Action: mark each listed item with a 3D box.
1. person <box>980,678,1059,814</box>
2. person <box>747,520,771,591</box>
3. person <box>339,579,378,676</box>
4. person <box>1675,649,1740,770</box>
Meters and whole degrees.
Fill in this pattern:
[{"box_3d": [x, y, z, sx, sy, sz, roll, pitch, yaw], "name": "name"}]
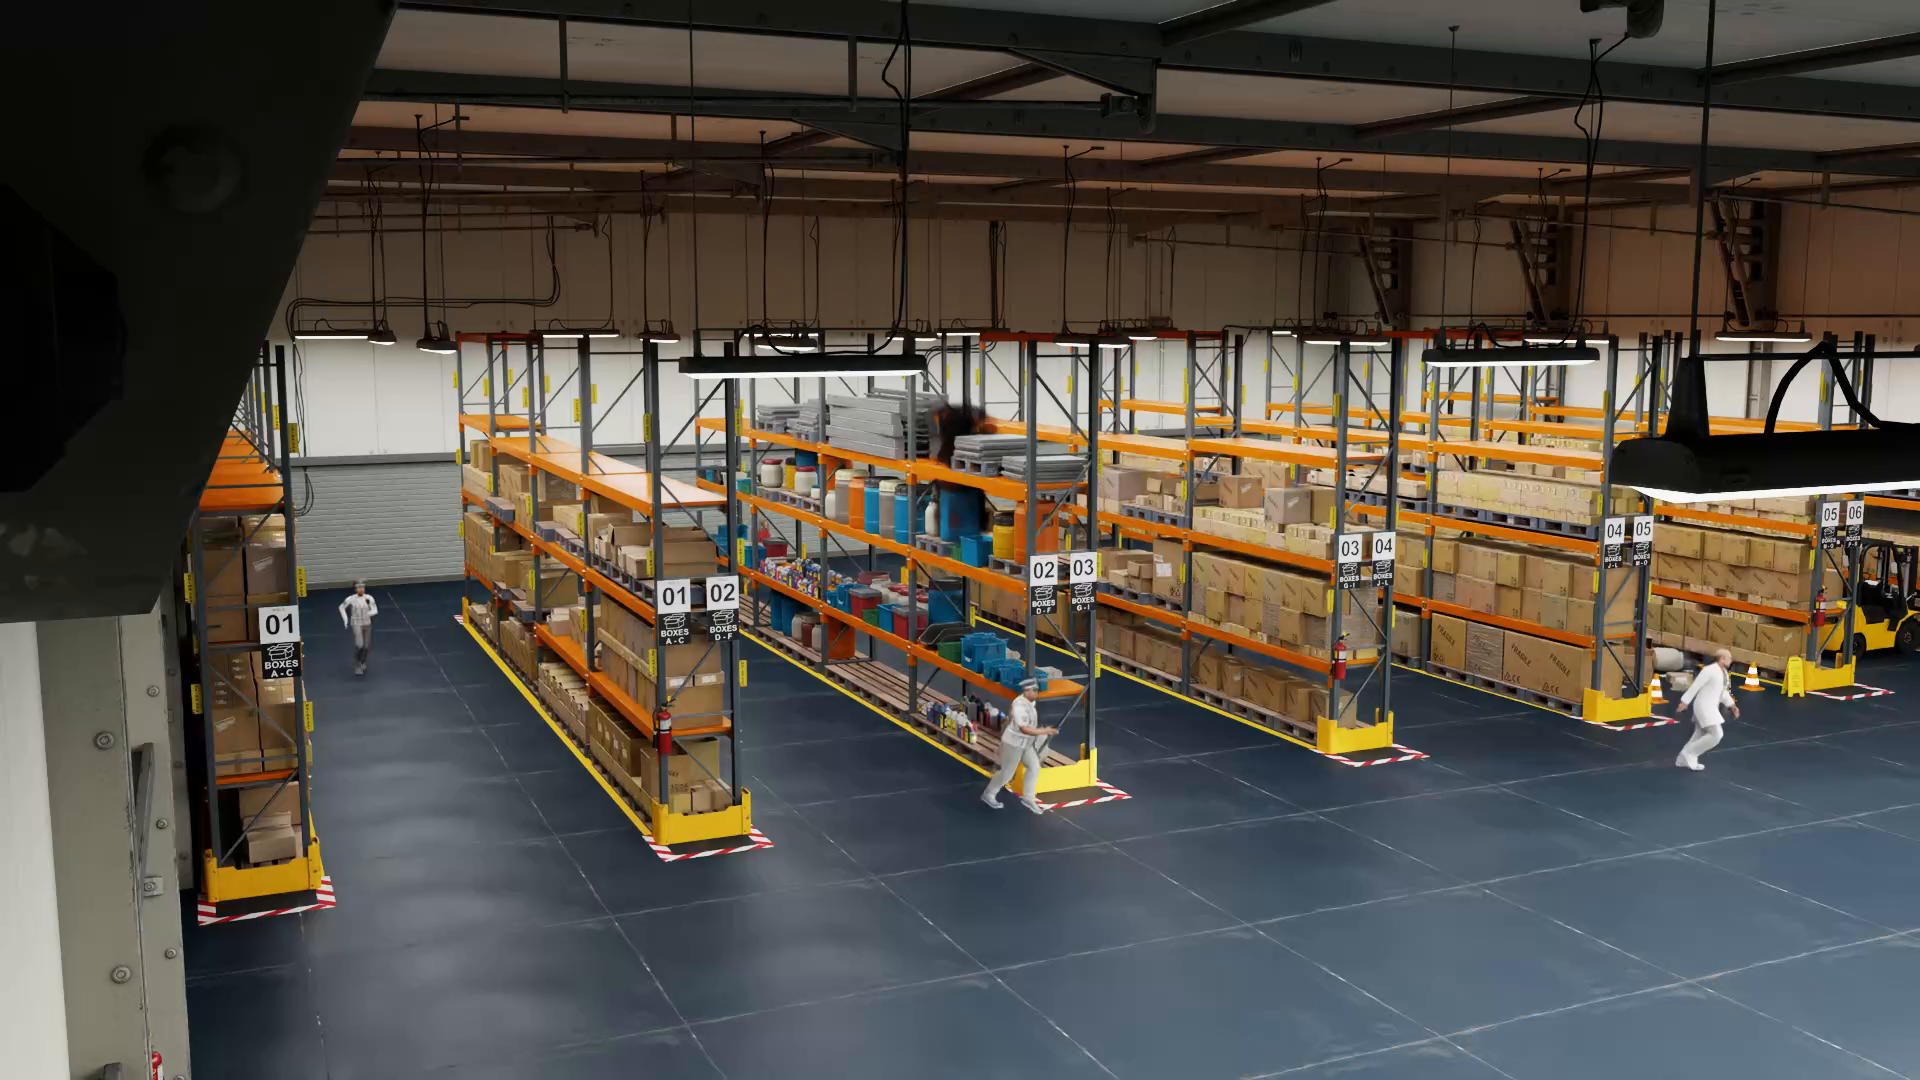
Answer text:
[{"box_3d": [0.776, 2.632, 21.164, 1.052, 1.814, 0.610, 3, 8, 18], "name": "person"}, {"box_3d": [-4.414, 0.400, 37.835, 0.973, 1.726, 0.685, 0, 8, 2], "name": "person"}, {"box_3d": [-10.582, 1.547, 29.376, 0.589, 1.713, 0.686, -5, 9, -35], "name": "person"}, {"box_3d": [10.427, 2.358, 23.168, 0.733, 1.725, 0.688, 6, 10, 36], "name": "person"}]
